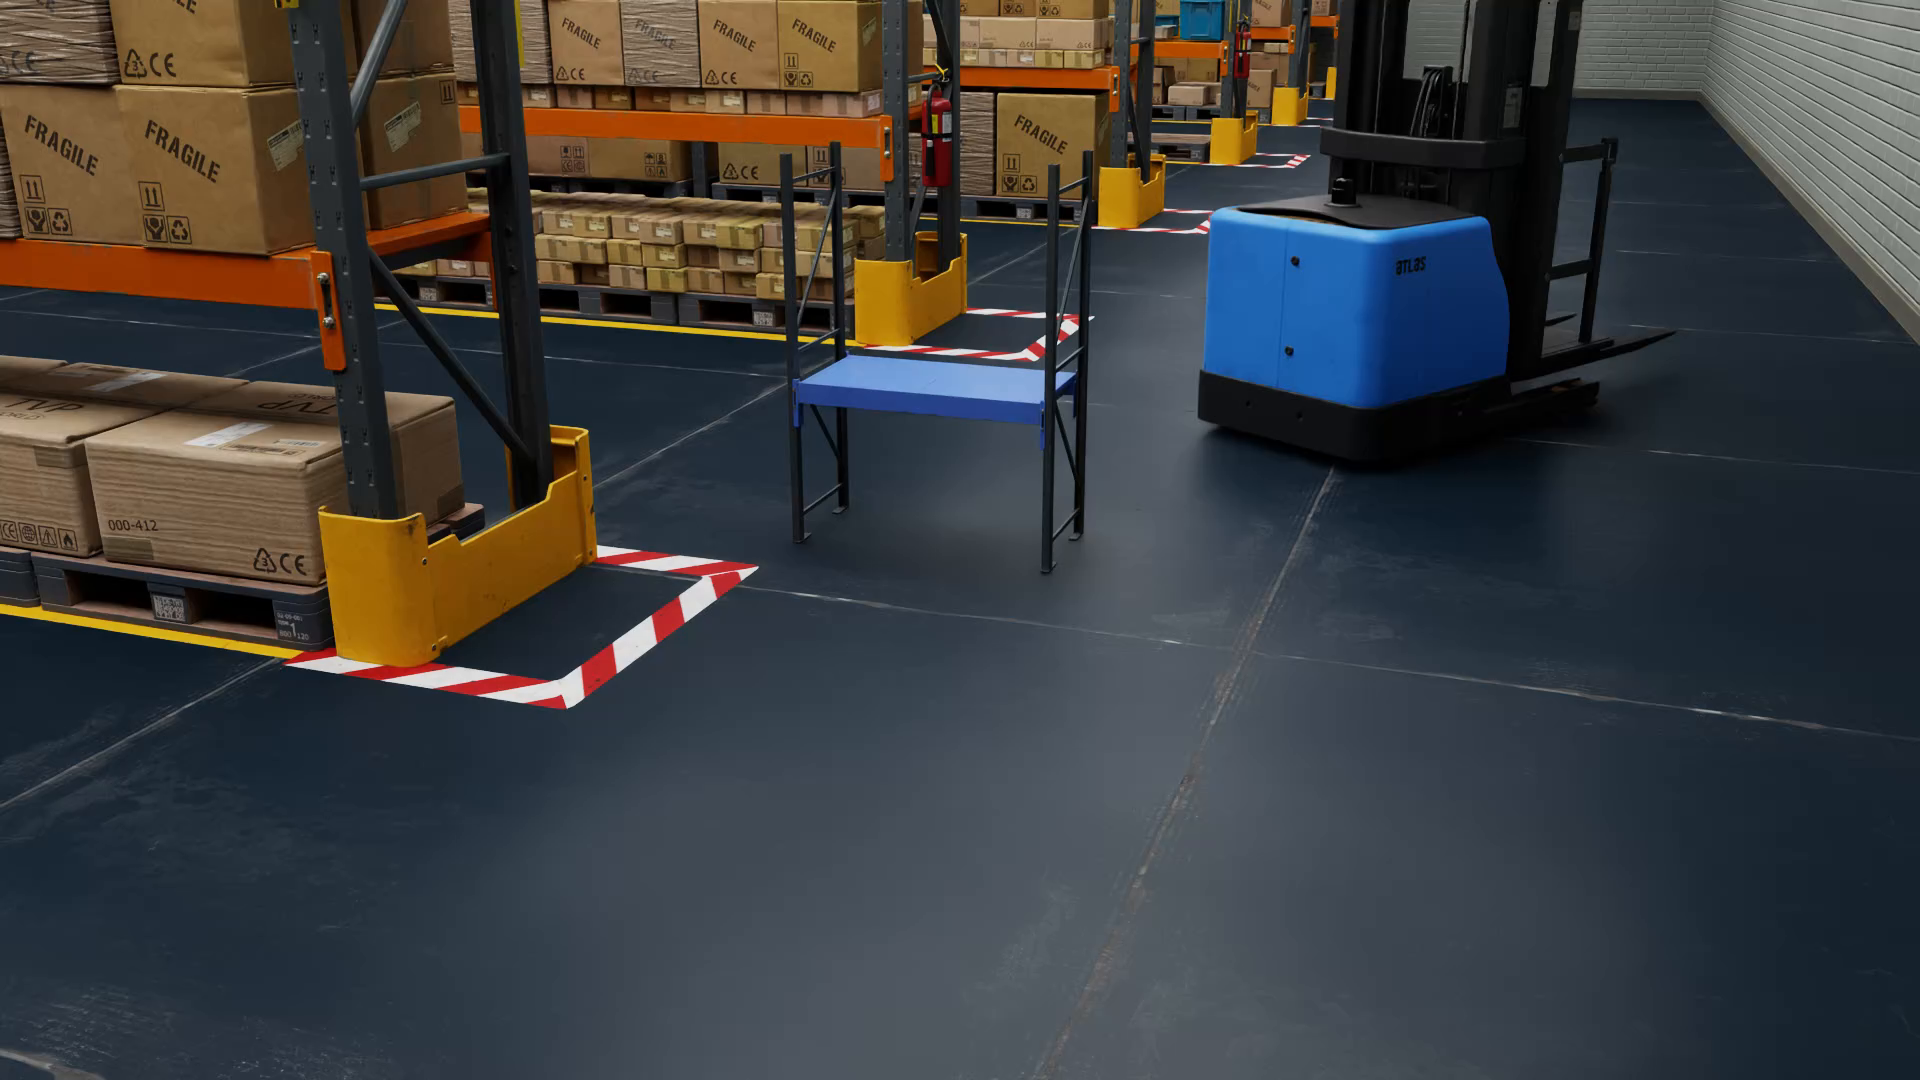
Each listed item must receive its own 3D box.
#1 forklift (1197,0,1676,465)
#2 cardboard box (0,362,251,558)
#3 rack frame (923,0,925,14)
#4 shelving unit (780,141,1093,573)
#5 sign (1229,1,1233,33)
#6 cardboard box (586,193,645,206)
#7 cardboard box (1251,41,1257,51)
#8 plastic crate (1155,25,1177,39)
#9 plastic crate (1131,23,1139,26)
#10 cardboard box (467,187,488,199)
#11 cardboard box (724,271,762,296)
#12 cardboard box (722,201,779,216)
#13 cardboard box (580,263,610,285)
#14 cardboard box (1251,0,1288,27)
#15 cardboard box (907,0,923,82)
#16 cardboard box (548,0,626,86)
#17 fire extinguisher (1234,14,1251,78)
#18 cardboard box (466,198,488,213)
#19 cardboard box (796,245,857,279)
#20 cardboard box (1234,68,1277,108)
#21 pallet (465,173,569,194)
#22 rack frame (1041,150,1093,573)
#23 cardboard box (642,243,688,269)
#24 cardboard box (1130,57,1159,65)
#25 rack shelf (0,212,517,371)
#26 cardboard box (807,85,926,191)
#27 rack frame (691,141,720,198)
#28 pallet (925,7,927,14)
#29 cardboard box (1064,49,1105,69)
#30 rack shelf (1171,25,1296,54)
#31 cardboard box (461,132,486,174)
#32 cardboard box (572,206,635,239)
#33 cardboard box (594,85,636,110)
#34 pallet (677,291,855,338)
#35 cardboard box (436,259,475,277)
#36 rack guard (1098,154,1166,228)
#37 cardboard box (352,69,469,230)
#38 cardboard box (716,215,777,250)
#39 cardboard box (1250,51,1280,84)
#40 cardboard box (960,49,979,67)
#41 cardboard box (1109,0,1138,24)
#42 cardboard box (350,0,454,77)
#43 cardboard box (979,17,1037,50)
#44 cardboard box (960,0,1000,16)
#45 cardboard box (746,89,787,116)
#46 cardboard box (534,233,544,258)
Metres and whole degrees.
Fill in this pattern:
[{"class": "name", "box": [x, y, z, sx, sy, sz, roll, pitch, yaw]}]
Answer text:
[{"class": "forklift", "box": [2.605, -2.102, 8.152, 3.031, 2.935, 1.130, -15, 24, -37]}, {"class": "cardboard box", "box": [-3.272, -0.324, 6.202, 0.875, 0.438, 0.875, 7, 20, 20]}, {"class": "rack frame", "box": [-0.649, -6.252, 19.955, 0.127, 3.000, 1.000, 7, 20, 18]}, {"class": "shelving unit", "box": [-0.081, -0.717, 6.356, 1.048, 1.500, 0.538, 7, 20, 18]}, {"class": "sign", "box": [2.964, -5.724, 18.193, 0.005, 0.325, 0.100, 7, 20, 18]}, {"class": "cardboard box", "box": [-2.320, -2.238, 11.230, 0.250, 0.149, 0.380, 6, 20, 16]}, {"class": "cardboard box", "box": [4.914, -8.427, 28.368, 0.250, 0.149, 0.380, 7, 20, 19]}, {"class": "plastic crate", "box": [2.299, -5.756, 18.840, 0.243, 0.136, 0.396, 7, 20, 18]}, {"class": "plastic crate", "box": [2.087, -5.986, 19.502, 0.298, 0.136, 0.250, 7, 20, 18]}, {"class": "cardboard box", "box": [-3.322, -2.341, 11.524, 0.250, 0.149, 0.380, 7, 20, 19]}, {"class": "cardboard box", "box": [-1.283, -1.644, 10.430, 0.250, 0.149, 0.380, 6, 20, 18]}, {"class": "cardboard box", "box": [-1.360, -2.104, 10.846, 0.250, 0.149, 0.380, 6, 20, 15]}, {"class": "cardboard box", "box": [-2.247, -1.762, 10.766, 0.250, 0.149, 0.380, 7, 20, 20]}, {"class": "cardboard box", "box": [4.246, -7.371, 23.012, 0.500, 0.500, 0.500, 7, 20, 20]}, {"class": "cardboard box", "box": [-0.553, -3.071, 10.225, 0.500, 0.500, 0.500, 8, 21, 21]}, {"class": "cardboard box", "box": [-2.163, -3.071, 10.225, 0.500, 0.500, 0.500, 8, 21, 21]}, {"class": "fire extinguisher", "box": [3.122, -5.450, 18.337, 0.183, 0.674, 0.296, 7, 20, 18]}, {"class": "cardboard box", "box": [-3.245, -2.152, 10.982, 0.250, 0.149, 0.380, 6, 20, 17]}, {"class": "cardboard box", "box": [-0.812, -1.710, 10.165, 0.250, 0.149, 0.380, 6, 20, 17]}, {"class": "cardboard box", "box": [4.164, -6.369, 23.420, 0.500, 0.500, 0.500, 7, 20, 18]}, {"class": "pallet", "box": [-4.185, -3.586, 16.544, 1.213, 0.211, 1.003, 7, 20, 18]}, {"class": "rack frame", "box": [0.400, -0.663, 6.198, 0.032, 1.500, 0.500, 7, 20, 18]}, {"class": "cardboard box", "box": [-1.797, -1.817, 10.473, 0.250, 0.149, 0.380, 7, 20, 19]}, {"class": "cardboard box", "box": [3.275, -8.238, 28.811, 0.500, 0.500, 0.700, 7, 20, 19]}, {"class": "rack shelf", "box": [-3.638, -1.075, 6.196, 4.000, 0.370, 1.077, 7, 20, 18]}, {"class": "cardboard box", "box": [-0.827, -3.714, 15.263, 0.875, 0.875, 0.875, 7, 20, 18]}, {"class": "rack frame", "box": [-2.275, -4.712, 15.537, 0.127, 3.000, 1.000, 7, 20, 18]}, {"class": "pallet", "box": [-0.960, -7.925, 25.045, 1.213, 0.211, 1.003, 7, 20, 18]}, {"class": "cardboard box", "box": [1.059, -4.097, 14.155, 0.250, 0.149, 0.380, 7, 20, 19]}, {"class": "rack shelf", "box": [2.869, -7.236, 23.871, 4.000, 0.370, 1.077, 7, 20, 18]}, {"class": "cardboard box", "box": [-4.569, -4.159, 16.542, 0.875, 0.875, 1.225, 7, 20, 18]}, {"class": "cardboard box", "box": [-2.273, -2.035, 10.648, 0.250, 0.149, 0.380, 7, 20, 18]}, {"class": "cardboard box", "box": [-2.064, -2.767, 10.340, 0.250, 0.149, 0.380, 7, 20, 19]}, {"class": "pallet", "box": [-1.047, -1.539, 10.670, 1.213, 0.211, 1.003, 7, 20, 18]}, {"class": "cardboard box", "box": [-3.256, -1.854, 11.032, 0.250, 0.149, 0.380, 6, 20, 18]}, {"class": "rack guard", "box": [1.526, -3.097, 14.701, 0.348, 0.500, 1.175, 7, 20, 18]}, {"class": "cardboard box", "box": [-2.108, -1.387, 5.846, 0.500, 0.500, 0.500, 6, 20, 18]}, {"class": "cardboard box", "box": [-1.308, -1.894, 10.241, 0.250, 0.149, 0.380, 6, 20, 17]}, {"class": "cardboard box", "box": [5.214, -8.017, 28.177, 0.500, 0.500, 0.700, 6, 20, 18]}, {"class": "cardboard box", "box": [0.094, -4.207, 14.471, 0.250, 0.149, 0.380, 6, 20, 17]}, {"class": "cardboard box", "box": [2.328, -7.590, 23.642, 0.500, 0.500, 0.500, 6, 20, 18]}, {"class": "cardboard box", "box": [-2.108, -1.858, 5.680, 0.500, 0.500, 0.500, 6, 20, 17]}, {"class": "cardboard box", "box": [0.480, -4.374, 14.344, 0.500, 0.250, 0.500, 6, 20, 17]}, {"class": "cardboard box", "box": [0.175, -4.948, 14.849, 0.500, 0.500, 0.500, 6, 20, 17]}, {"class": "cardboard box", "box": [-1.085, -2.638, 9.970, 0.250, 0.149, 0.380, 6, 20, 18]}, {"class": "cardboard box", "box": [-2.744, -1.953, 10.863, 0.250, 0.149, 0.380, 8, 21, 21]}]
